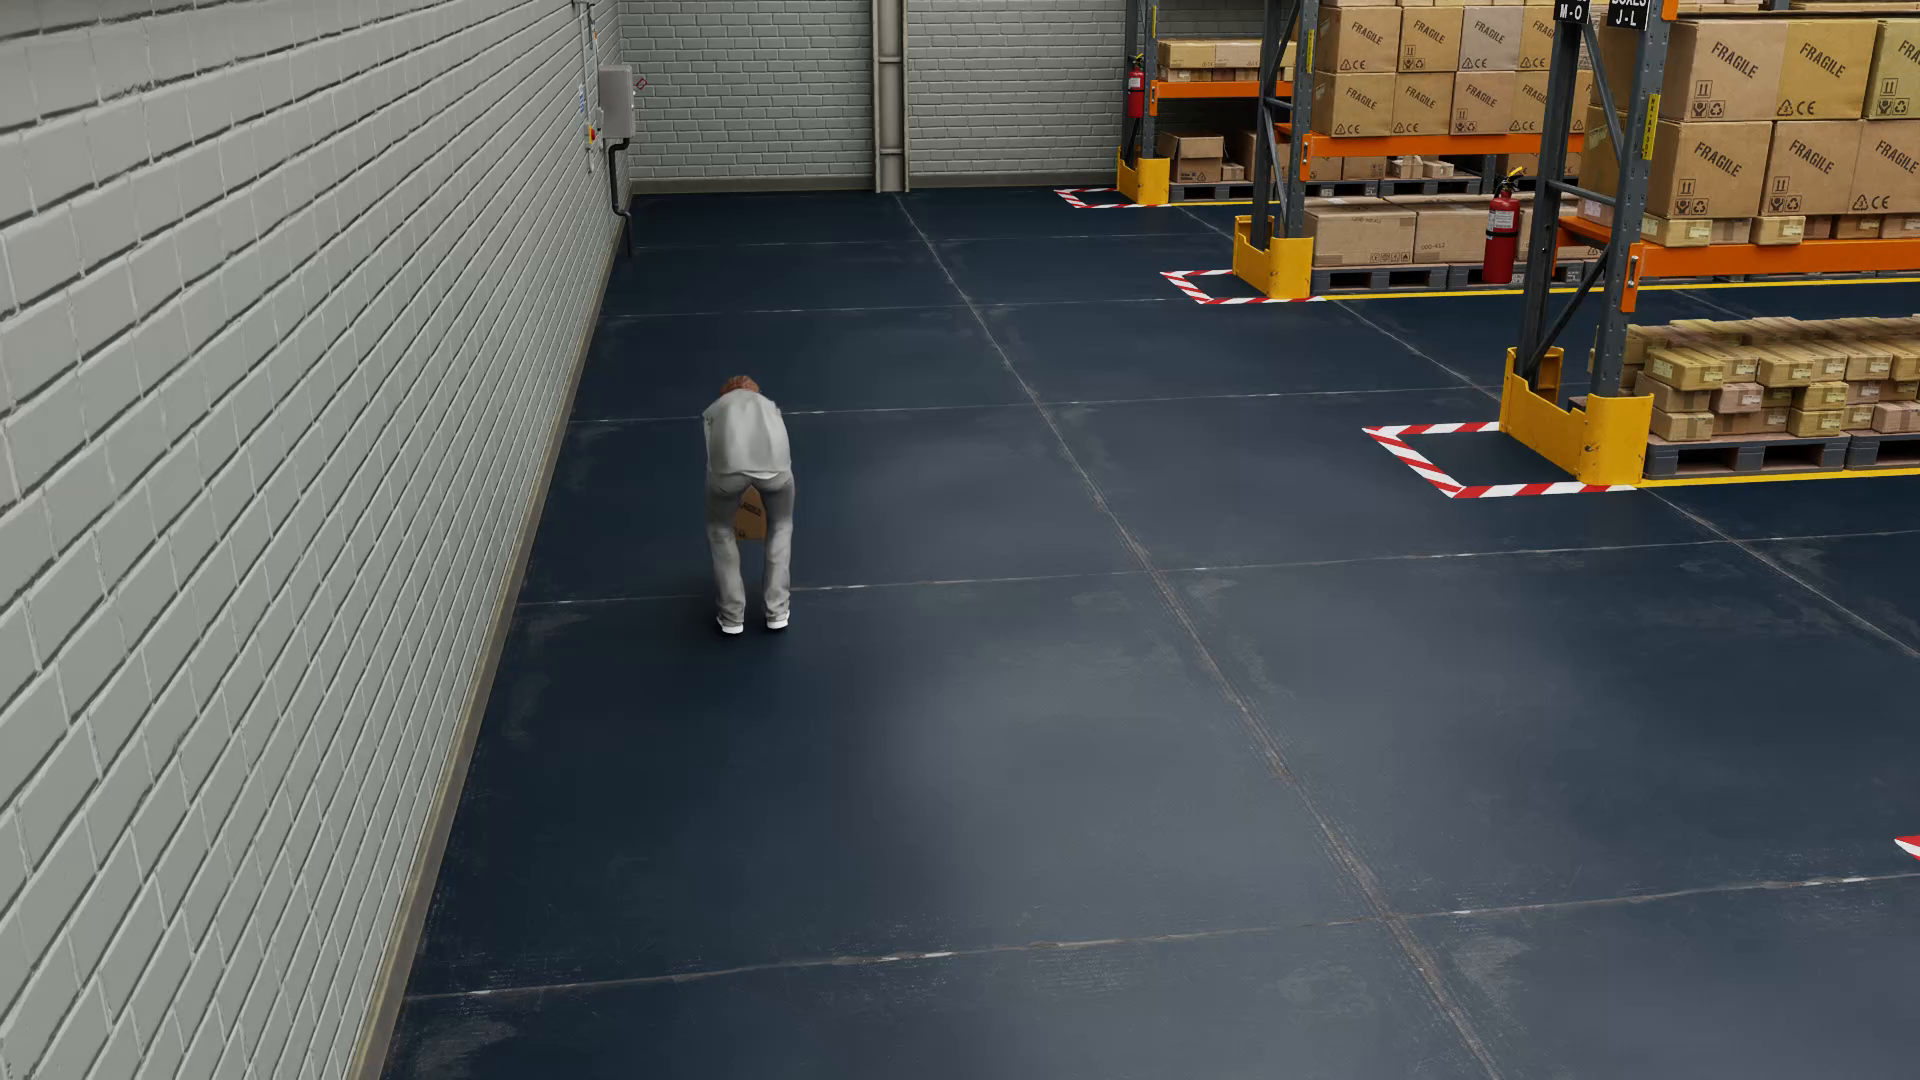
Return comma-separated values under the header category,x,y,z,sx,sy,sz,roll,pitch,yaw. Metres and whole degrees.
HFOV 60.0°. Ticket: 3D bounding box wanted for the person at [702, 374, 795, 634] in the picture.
category,x,y,z,sx,sy,sz,roll,pitch,yaw
person,-0.938,-0.161,7.371,0.388,1.012,0.868,-4,21,-10
